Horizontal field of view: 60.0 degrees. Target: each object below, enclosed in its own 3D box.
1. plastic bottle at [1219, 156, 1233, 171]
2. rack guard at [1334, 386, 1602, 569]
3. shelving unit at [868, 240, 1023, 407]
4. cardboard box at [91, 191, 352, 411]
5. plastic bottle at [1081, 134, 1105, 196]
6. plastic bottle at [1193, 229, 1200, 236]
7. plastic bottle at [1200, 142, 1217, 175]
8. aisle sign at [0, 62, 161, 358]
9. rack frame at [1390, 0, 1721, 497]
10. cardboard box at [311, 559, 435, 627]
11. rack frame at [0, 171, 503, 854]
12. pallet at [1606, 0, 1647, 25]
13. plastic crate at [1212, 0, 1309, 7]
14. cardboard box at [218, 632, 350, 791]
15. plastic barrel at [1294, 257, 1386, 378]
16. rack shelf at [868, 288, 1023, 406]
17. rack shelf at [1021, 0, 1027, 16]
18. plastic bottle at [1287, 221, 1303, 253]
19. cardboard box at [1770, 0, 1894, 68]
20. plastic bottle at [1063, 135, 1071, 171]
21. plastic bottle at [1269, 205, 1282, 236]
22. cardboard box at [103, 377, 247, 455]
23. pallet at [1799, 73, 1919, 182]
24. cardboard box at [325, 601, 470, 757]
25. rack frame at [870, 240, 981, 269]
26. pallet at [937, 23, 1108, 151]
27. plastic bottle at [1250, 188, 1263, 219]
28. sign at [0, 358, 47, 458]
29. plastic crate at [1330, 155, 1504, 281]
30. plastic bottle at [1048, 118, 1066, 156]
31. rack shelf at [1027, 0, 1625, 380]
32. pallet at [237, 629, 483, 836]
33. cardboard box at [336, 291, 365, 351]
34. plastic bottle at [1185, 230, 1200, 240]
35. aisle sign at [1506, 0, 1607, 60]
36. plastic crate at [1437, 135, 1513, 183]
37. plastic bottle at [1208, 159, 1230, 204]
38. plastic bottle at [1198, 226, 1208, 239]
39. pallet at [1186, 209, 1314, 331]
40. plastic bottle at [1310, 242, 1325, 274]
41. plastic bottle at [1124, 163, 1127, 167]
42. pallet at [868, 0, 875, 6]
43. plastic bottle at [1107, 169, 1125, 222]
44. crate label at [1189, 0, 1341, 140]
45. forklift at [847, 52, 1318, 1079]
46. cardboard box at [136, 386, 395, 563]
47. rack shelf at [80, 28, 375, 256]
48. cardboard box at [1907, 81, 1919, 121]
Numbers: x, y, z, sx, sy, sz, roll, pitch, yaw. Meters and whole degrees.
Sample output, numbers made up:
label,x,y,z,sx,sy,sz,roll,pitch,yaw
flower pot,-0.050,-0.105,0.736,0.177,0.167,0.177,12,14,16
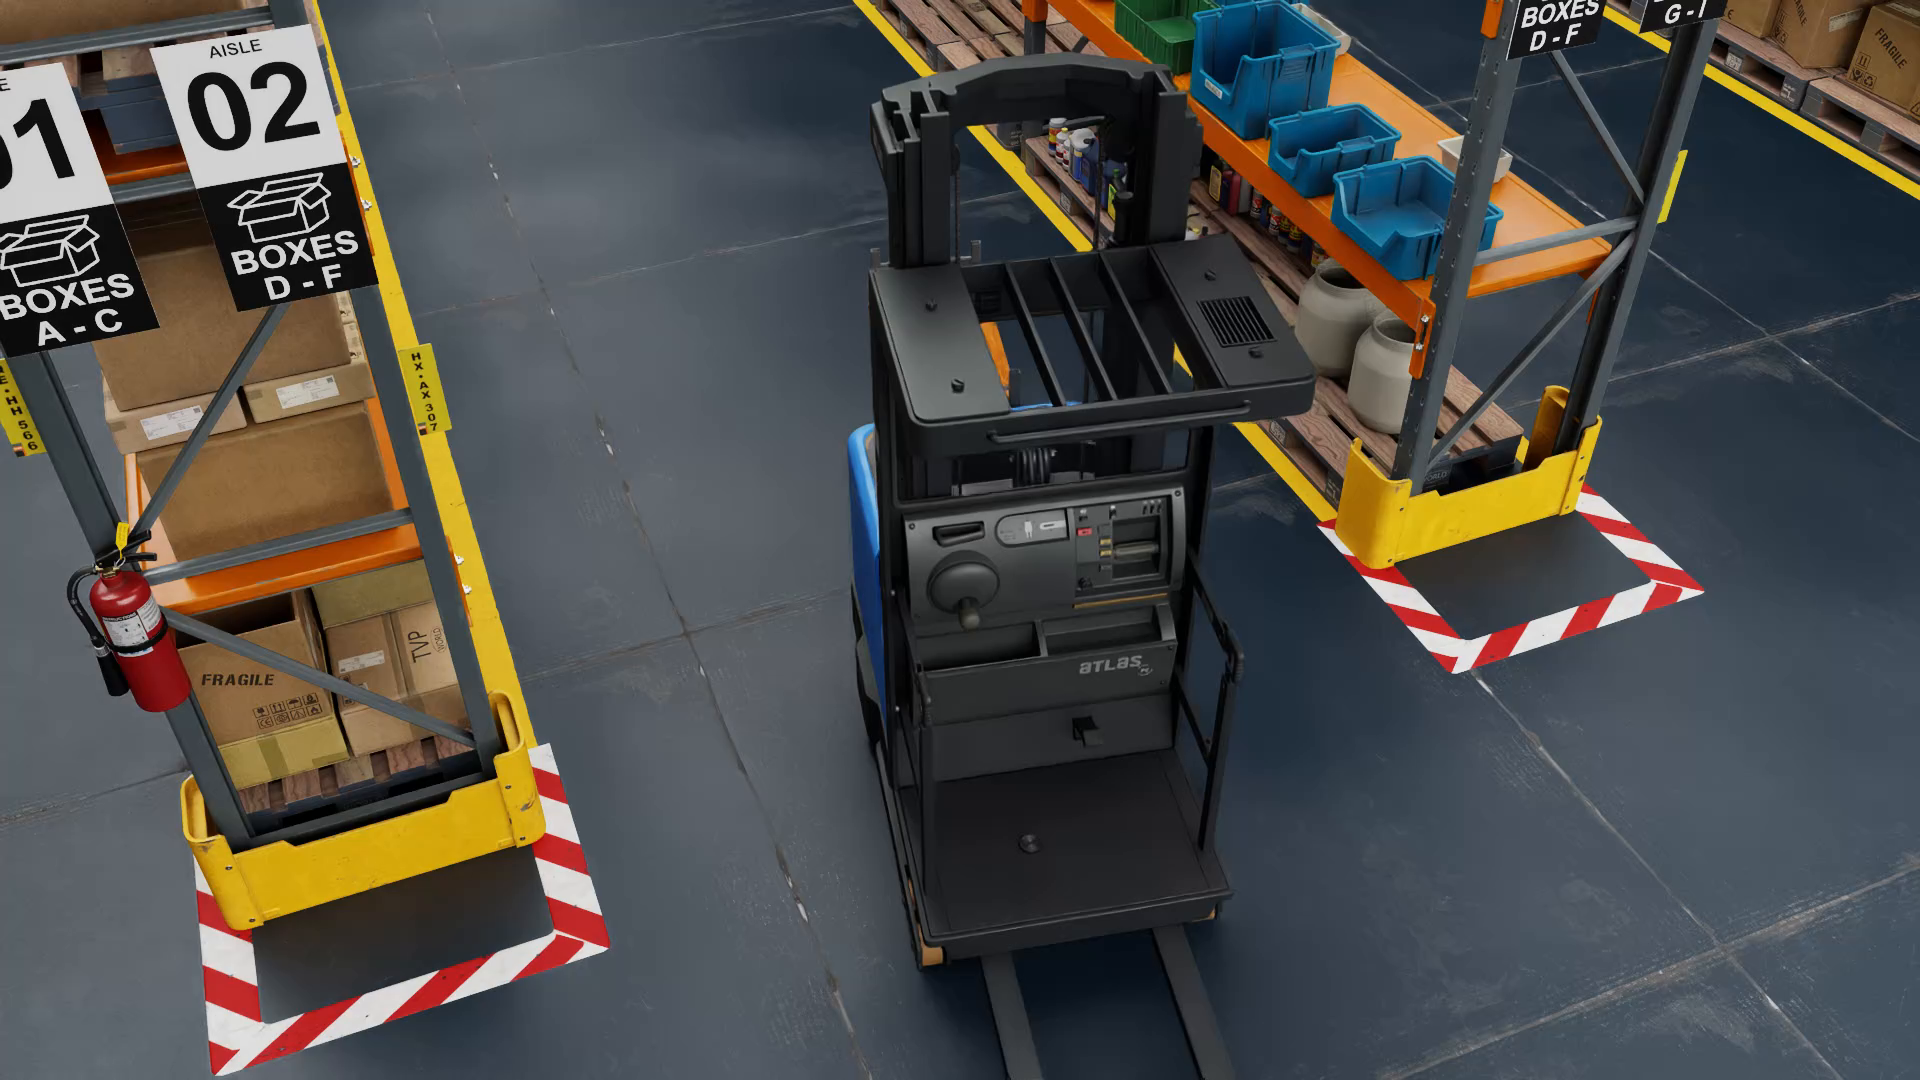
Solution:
label,x,y,z,sx,sy,sz,roll,pitch,yaw
plastic bottle,1.575,-2.153,9.566,0.144,0.351,0.185,-15,43,-17
rack guard,2.323,-0.293,7.626,1.175,0.500,0.348,-15,43,-17
shelving unit,-0.079,-0.567,7.465,0.538,1.125,1.048,-6,41,-6
cardboard box,-2.369,-0.819,5.249,0.700,0.500,0.500,-15,43,-17
plastic bottle,0.791,-2.189,9.608,0.144,0.351,0.185,-14,43,-16
plastic bottle,1.272,-1.594,9.031,0.097,0.201,0.097,0,41,0
plastic bottle,1.451,-2.347,9.792,0.144,0.351,0.185,-17,44,-19
aisle sign,-2.428,-0.846,4.358,0.394,0.787,0.004,-15,43,-17
rack frame,2.396,-1.207,6.771,1.000,3.000,0.127,-15,43,-17
cardboard box,-2.375,-0.054,6.642,0.500,0.500,0.500,-15,43,-17
rack frame,-2.182,0.027,5.337,1.000,3.000,0.127,-15,43,-17
pallet,5.142,-4.263,12.465,1.003,0.211,1.213,-15,43,-17
plastic crate,1.540,-2.961,8.926,0.499,0.251,0.616,-15,43,-17
cardboard box,-2.660,0.661,6.387,0.500,0.250,0.500,-15,43,-17
plastic barrel,1.882,-1.102,8.236,0.421,0.512,0.421,0,41,0
rack shelf,-0.079,-0.789,7.274,0.538,0.278,1.000,-6,41,-6
rack shelf,0.100,-4.548,11.209,1.077,0.370,4.000,-15,43,-17
plastic bottle,1.859,-1.716,9.118,0.097,0.271,0.097,0,41,0
cardboard box,5.784,-3.469,10.998,0.500,0.500,0.500,-3,41,-3
plastic bottle,0.660,-2.298,9.850,0.097,0.201,0.097,0,41,0
plastic bottle,1.783,-1.809,9.280,0.097,0.201,0.097,0,41,0
cardboard box,-2.504,-0.440,5.305,0.380,0.149,0.250,-16,43,-18
pallet,6.202,-2.663,10.603,1.003,0.211,1.213,-15,43,-17
cardboard box,-2.182,0.531,6.537,0.500,0.250,0.500,-15,43,-17
rack frame,-0.154,-0.895,7.846,0.500,1.125,0.032,-6,41,-6
pallet,0.529,-3.023,11.022,1.003,0.211,1.213,-15,43,-17
plastic bottle,1.704,-1.933,9.424,0.097,0.201,0.097,0,41,0
sign,-2.689,-0.375,4.735,0.100,0.325,0.005,-15,43,-17
plastic crate,1.928,-1.377,7.084,0.499,0.251,0.616,-15,43,-17
plastic bottle,0.582,-2.447,9.969,0.097,0.271,0.097,0,41,0
rack shelf,1.631,-2.139,8.407,1.077,0.370,4.000,-15,43,-17
pallet,-2.513,0.634,6.770,1.003,0.211,1.213,-15,43,-17
cardboard box,-2.237,-0.706,5.615,0.380,0.149,0.250,-16,43,-18
plastic bottle,1.217,-1.497,8.860,0.152,0.276,0.135,-15,43,-17
aisle sign,2.149,-2.075,5.787,0.394,0.787,0.004,-15,43,-17
plastic crate,2.351,-1.726,7.578,0.298,0.136,0.250,-15,43,-17
plastic bottle,1.490,-2.086,9.540,0.061,0.283,0.133,-15,43,-17
plastic bottle,1.315,-1.526,8.889,0.061,0.283,0.133,-15,43,-17
pallet,1.554,-1.408,9.144,1.003,0.211,1.213,-15,43,-17
plastic bottle,1.950,-1.545,8.973,0.097,0.201,0.097,0,41,0
plastic bottle,0.958,-2.102,9.567,0.097,0.271,0.097,0,41,0
pallet,-0.405,-4.492,12.731,1.003,0.211,1.213,-15,43,-17
plastic bottle,0.888,-1.940,9.370,0.061,0.283,0.133,-13,42,-15
crate label,1.442,-2.262,7.971,0.502,0.435,0.616,-15,43,-17
forklift,0.327,0.133,5.266,1.130,2.935,3.031,-7,41,-8
cardboard box,-2.349,-0.296,5.635,0.700,0.500,0.500,-15,43,-17
rack shelf,-2.947,-2.043,5.995,1.077,0.370,4.000,-15,43,-17
cardboard box,6.266,-2.768,10.182,0.500,0.500,0.500,-11,42,-13
